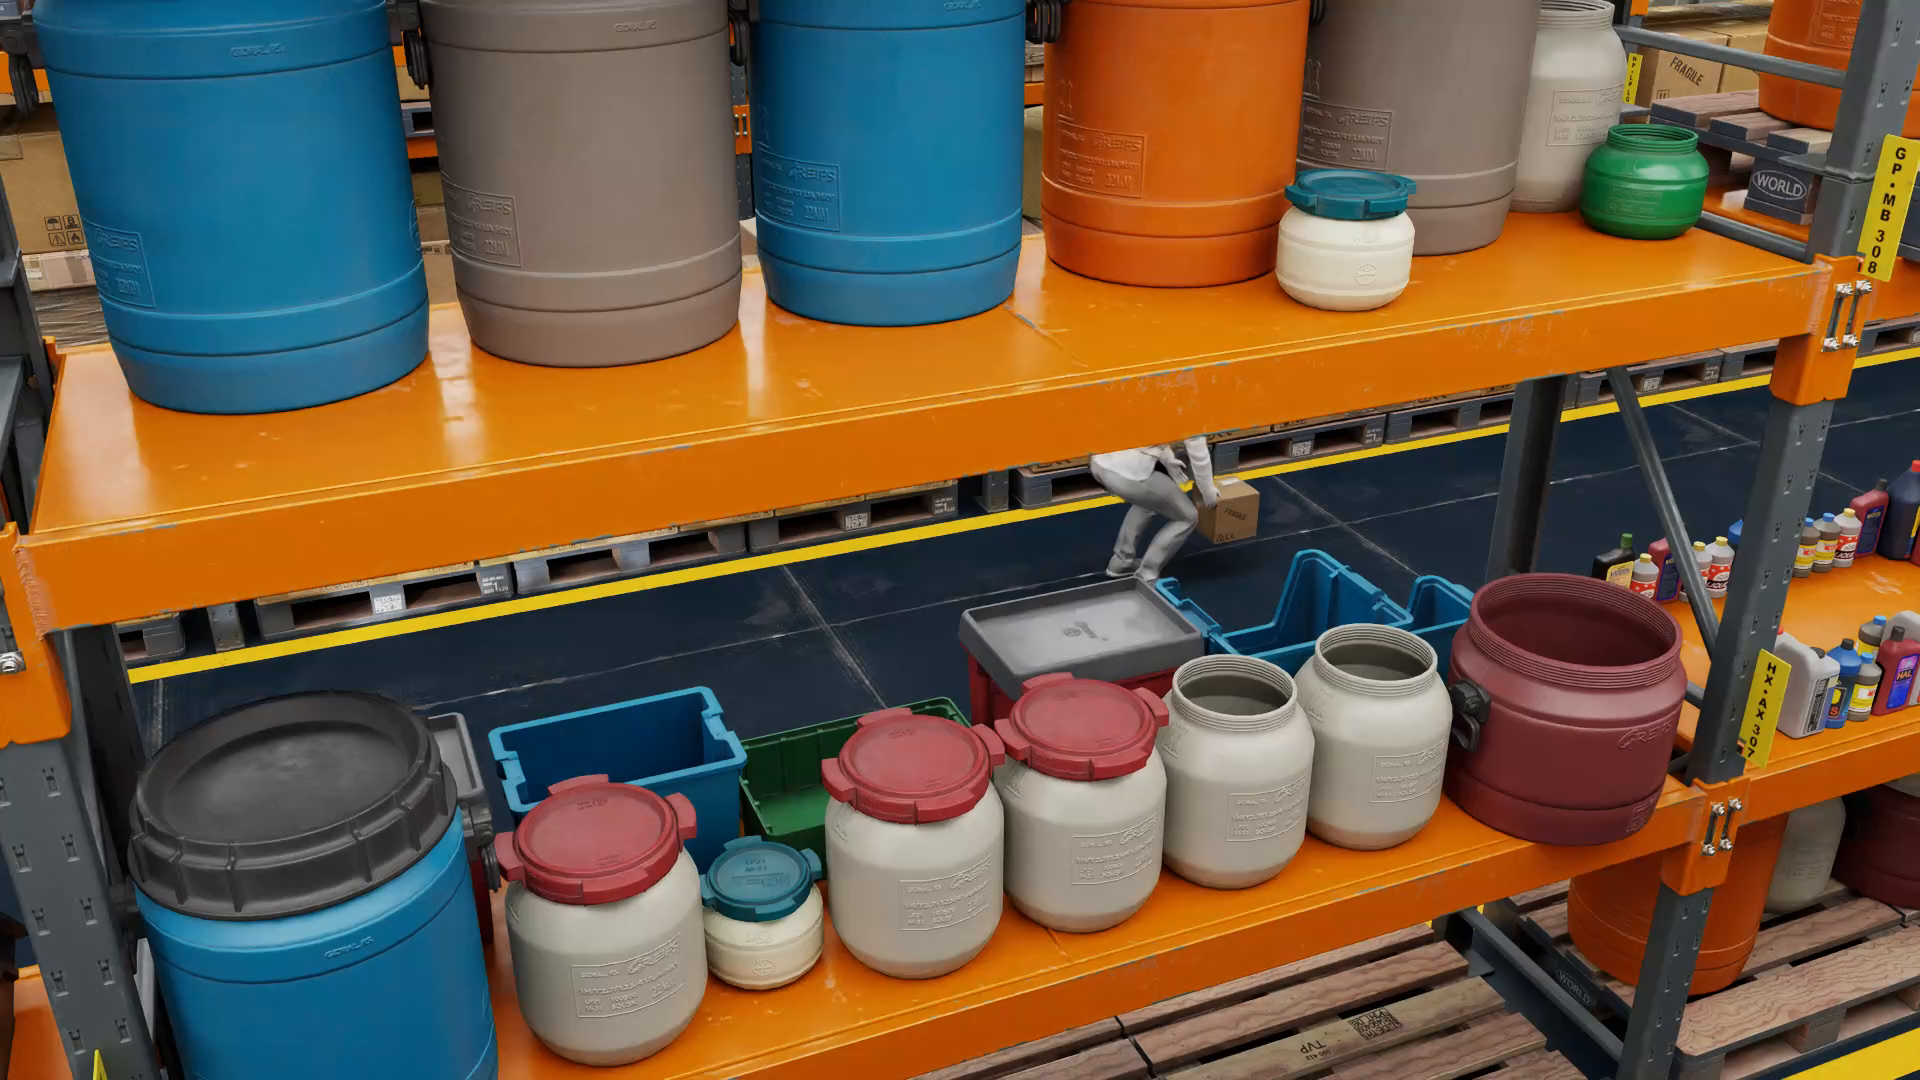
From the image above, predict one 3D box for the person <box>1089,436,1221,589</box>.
[{"bbox_3d":[0.993,-0.387,8.332,0.749,1.294,0.534,-11,28,-20],"label":"person"}]
